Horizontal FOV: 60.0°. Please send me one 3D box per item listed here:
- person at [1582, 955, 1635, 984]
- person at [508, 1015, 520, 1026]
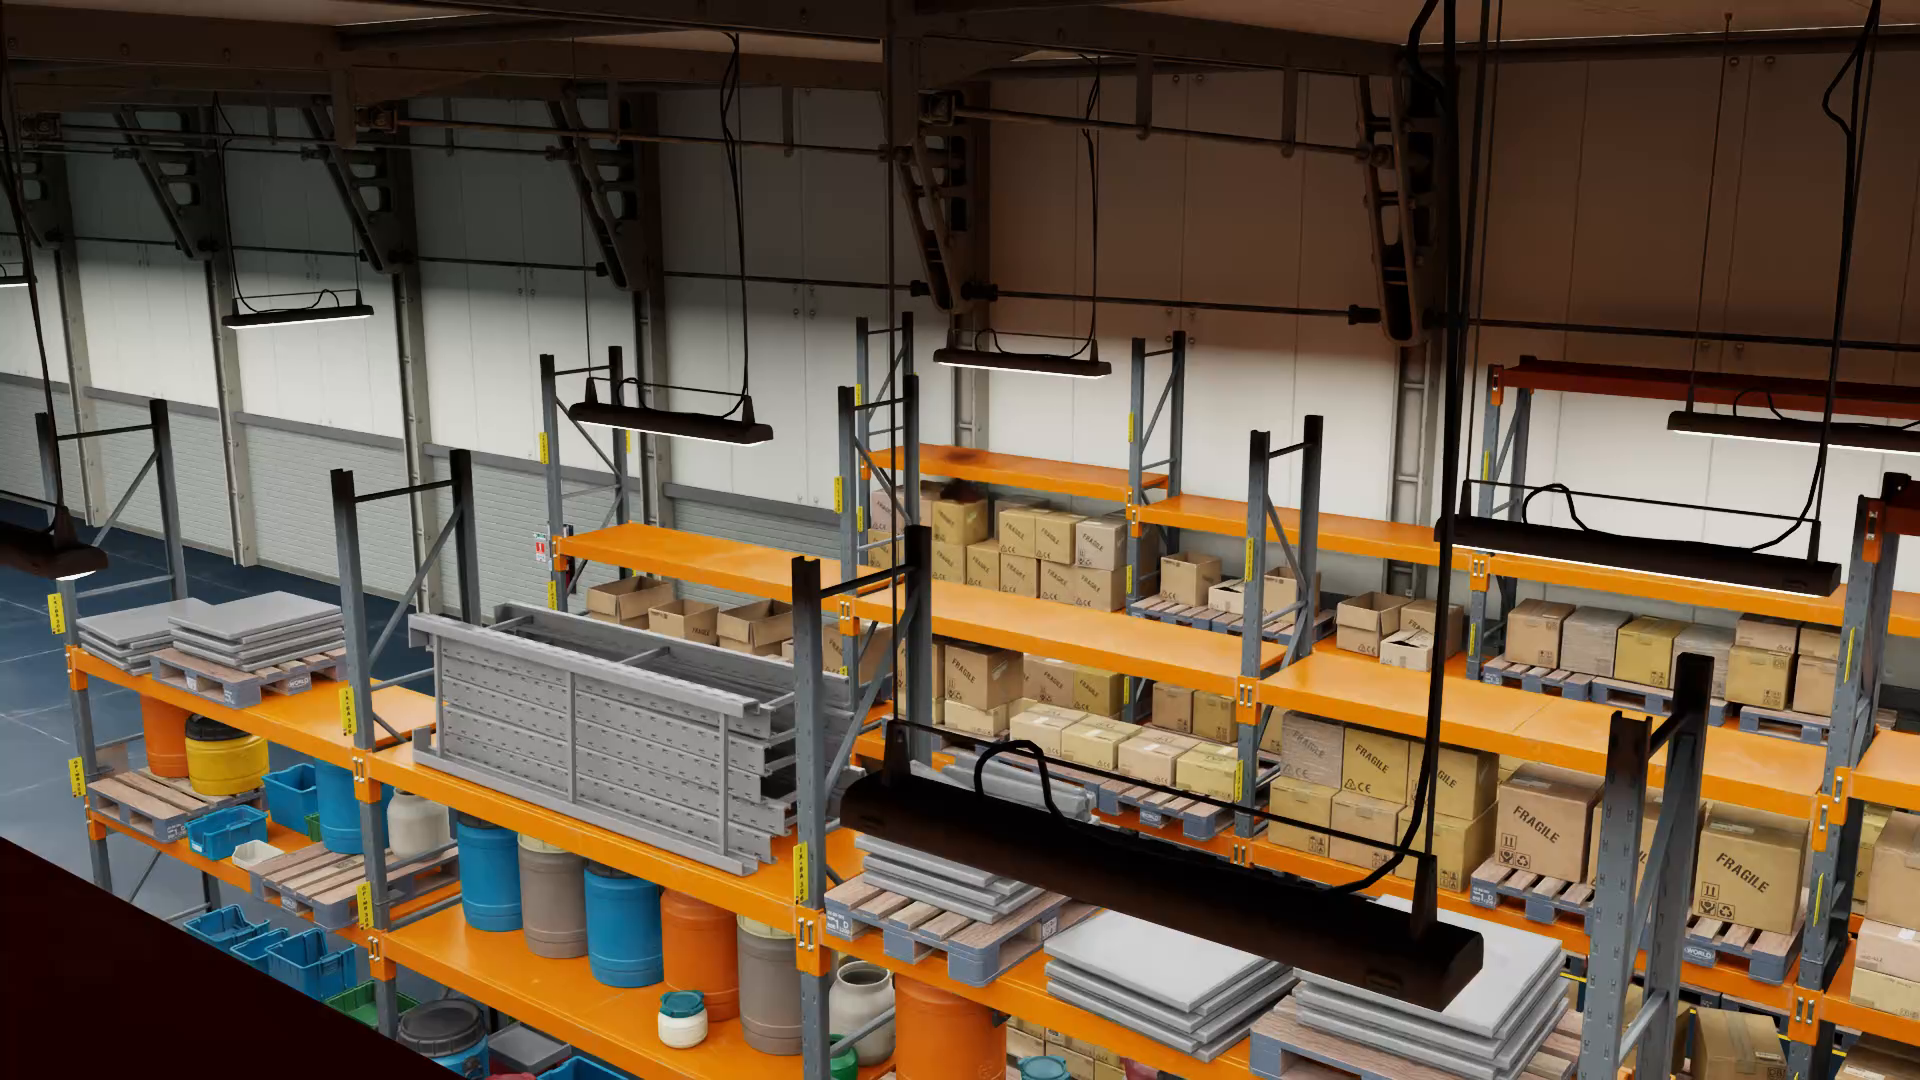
[{"bbox_3d":[5.861,3.849,14.971,0.437,1.690,0.525,-7,15,-27],"label":"person"},{"bbox_3d":[-4.223,3.697,15.403,0.570,1.819,0.507,-1,13,-4],"label":"person"}]
